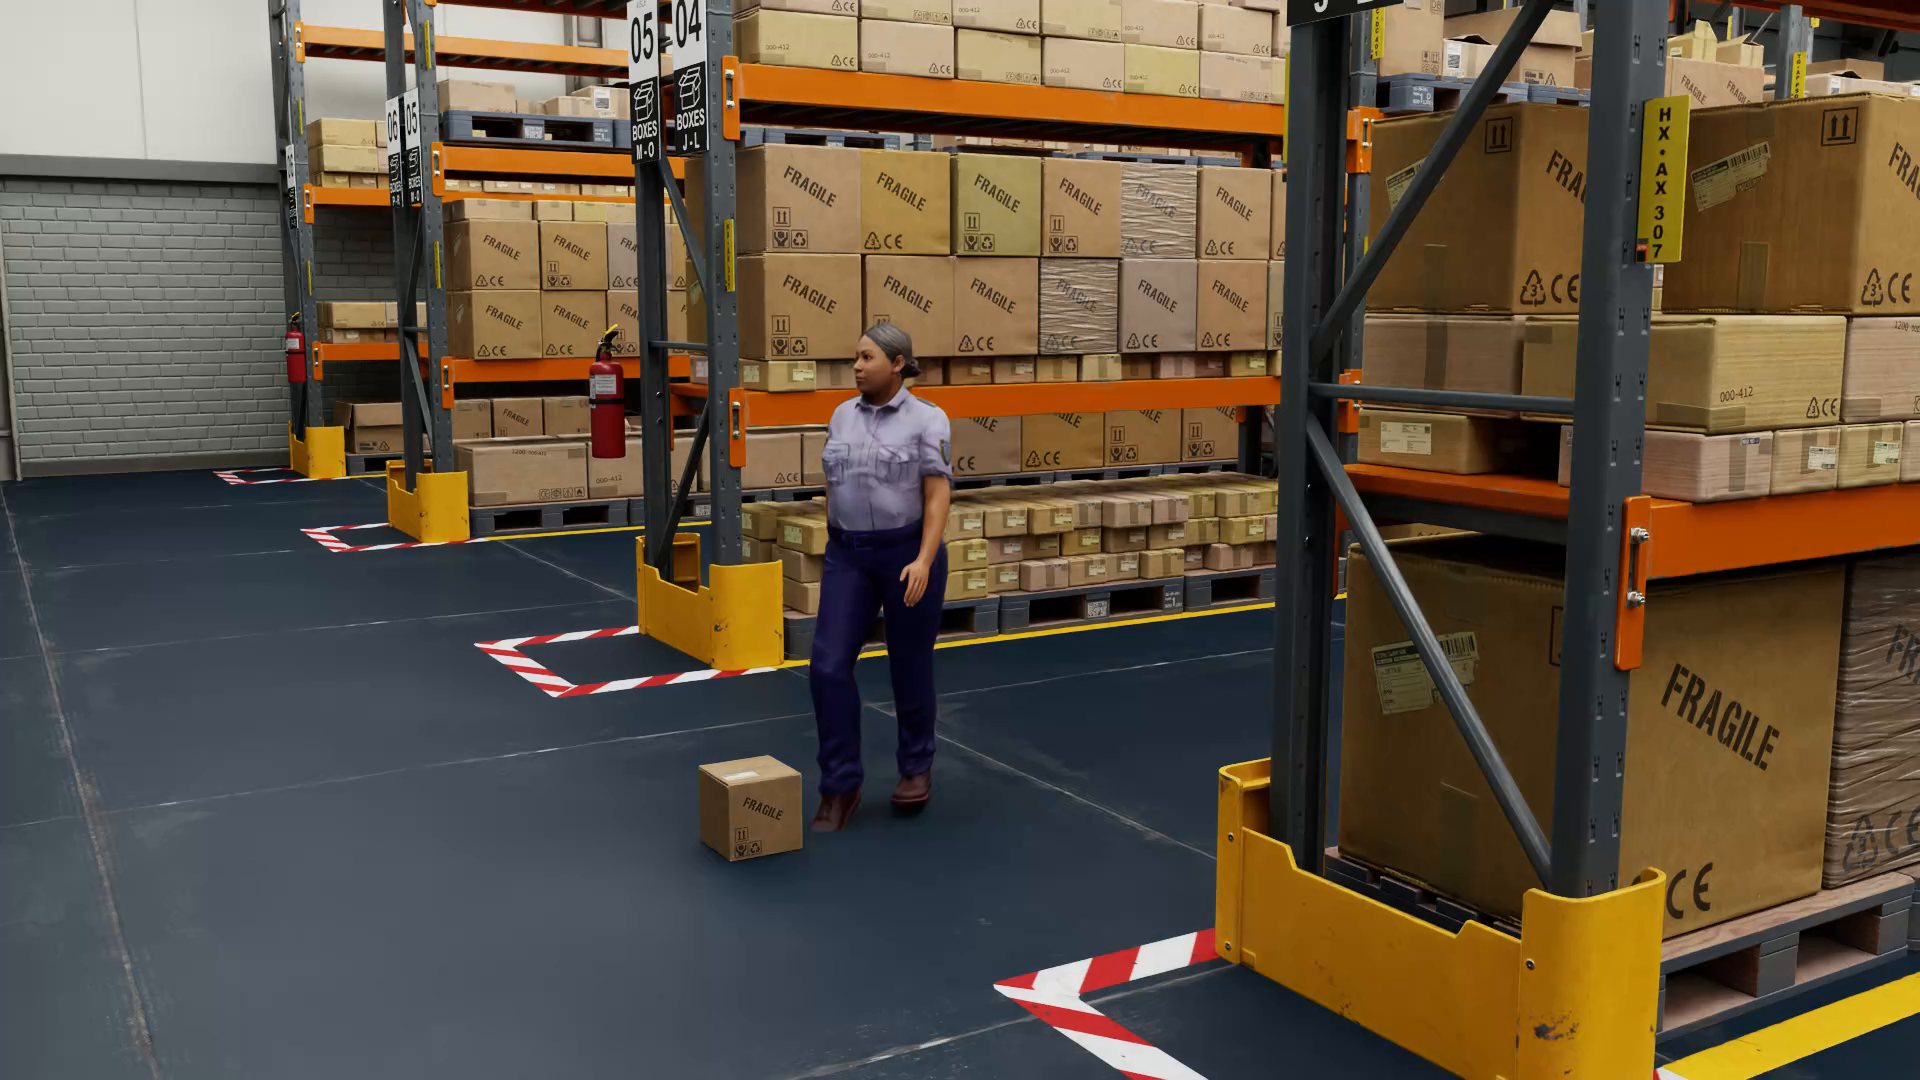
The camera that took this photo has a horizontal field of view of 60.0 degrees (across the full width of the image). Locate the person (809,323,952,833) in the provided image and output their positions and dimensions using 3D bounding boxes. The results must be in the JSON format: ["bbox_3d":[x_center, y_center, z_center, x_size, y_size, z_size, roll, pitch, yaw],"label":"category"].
[{"bbox_3d":[-0.269,0.147,5.556,0.497,1.721,0.574,2,9,16],"label":"person"}]
